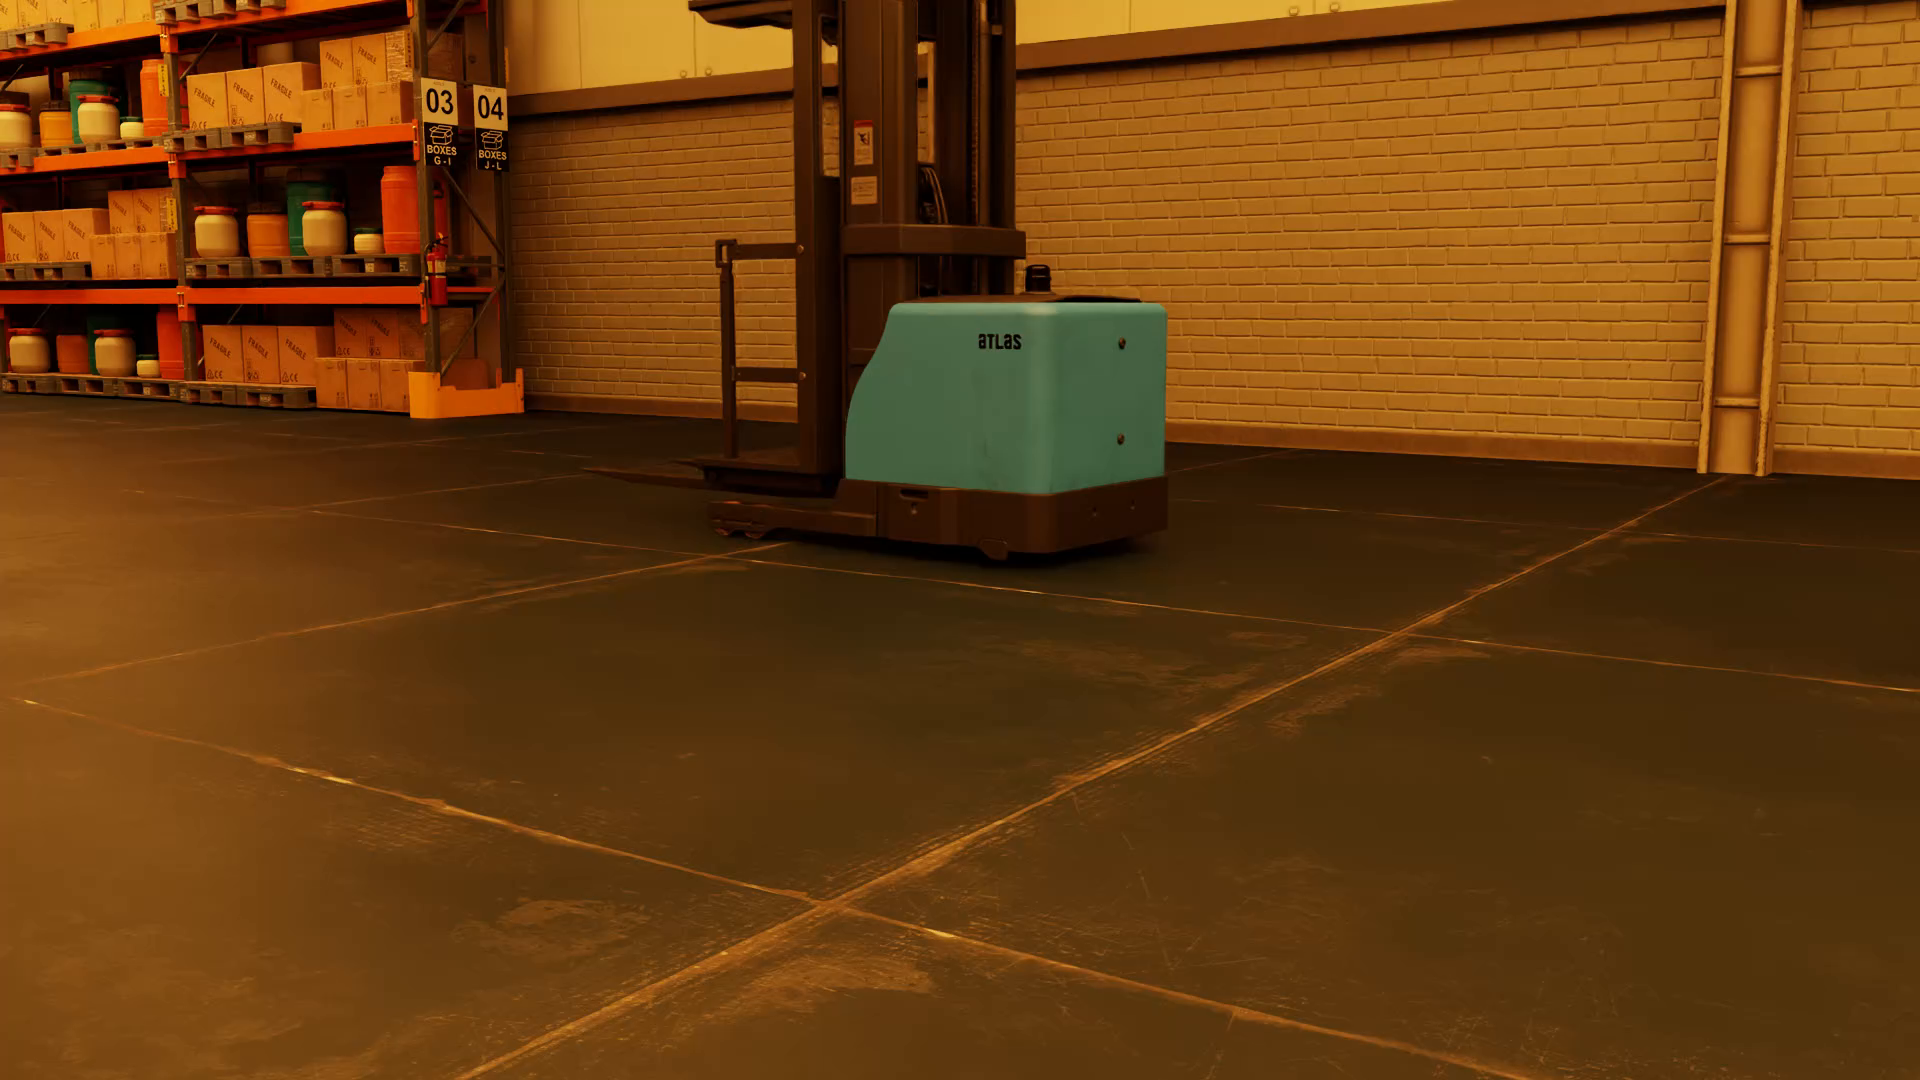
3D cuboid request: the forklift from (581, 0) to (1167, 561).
[{"bbox_3d":[-0.555,-1.506,7.785,3.031,2.935,1.130,6,10,37],"label":"forklift"}]
